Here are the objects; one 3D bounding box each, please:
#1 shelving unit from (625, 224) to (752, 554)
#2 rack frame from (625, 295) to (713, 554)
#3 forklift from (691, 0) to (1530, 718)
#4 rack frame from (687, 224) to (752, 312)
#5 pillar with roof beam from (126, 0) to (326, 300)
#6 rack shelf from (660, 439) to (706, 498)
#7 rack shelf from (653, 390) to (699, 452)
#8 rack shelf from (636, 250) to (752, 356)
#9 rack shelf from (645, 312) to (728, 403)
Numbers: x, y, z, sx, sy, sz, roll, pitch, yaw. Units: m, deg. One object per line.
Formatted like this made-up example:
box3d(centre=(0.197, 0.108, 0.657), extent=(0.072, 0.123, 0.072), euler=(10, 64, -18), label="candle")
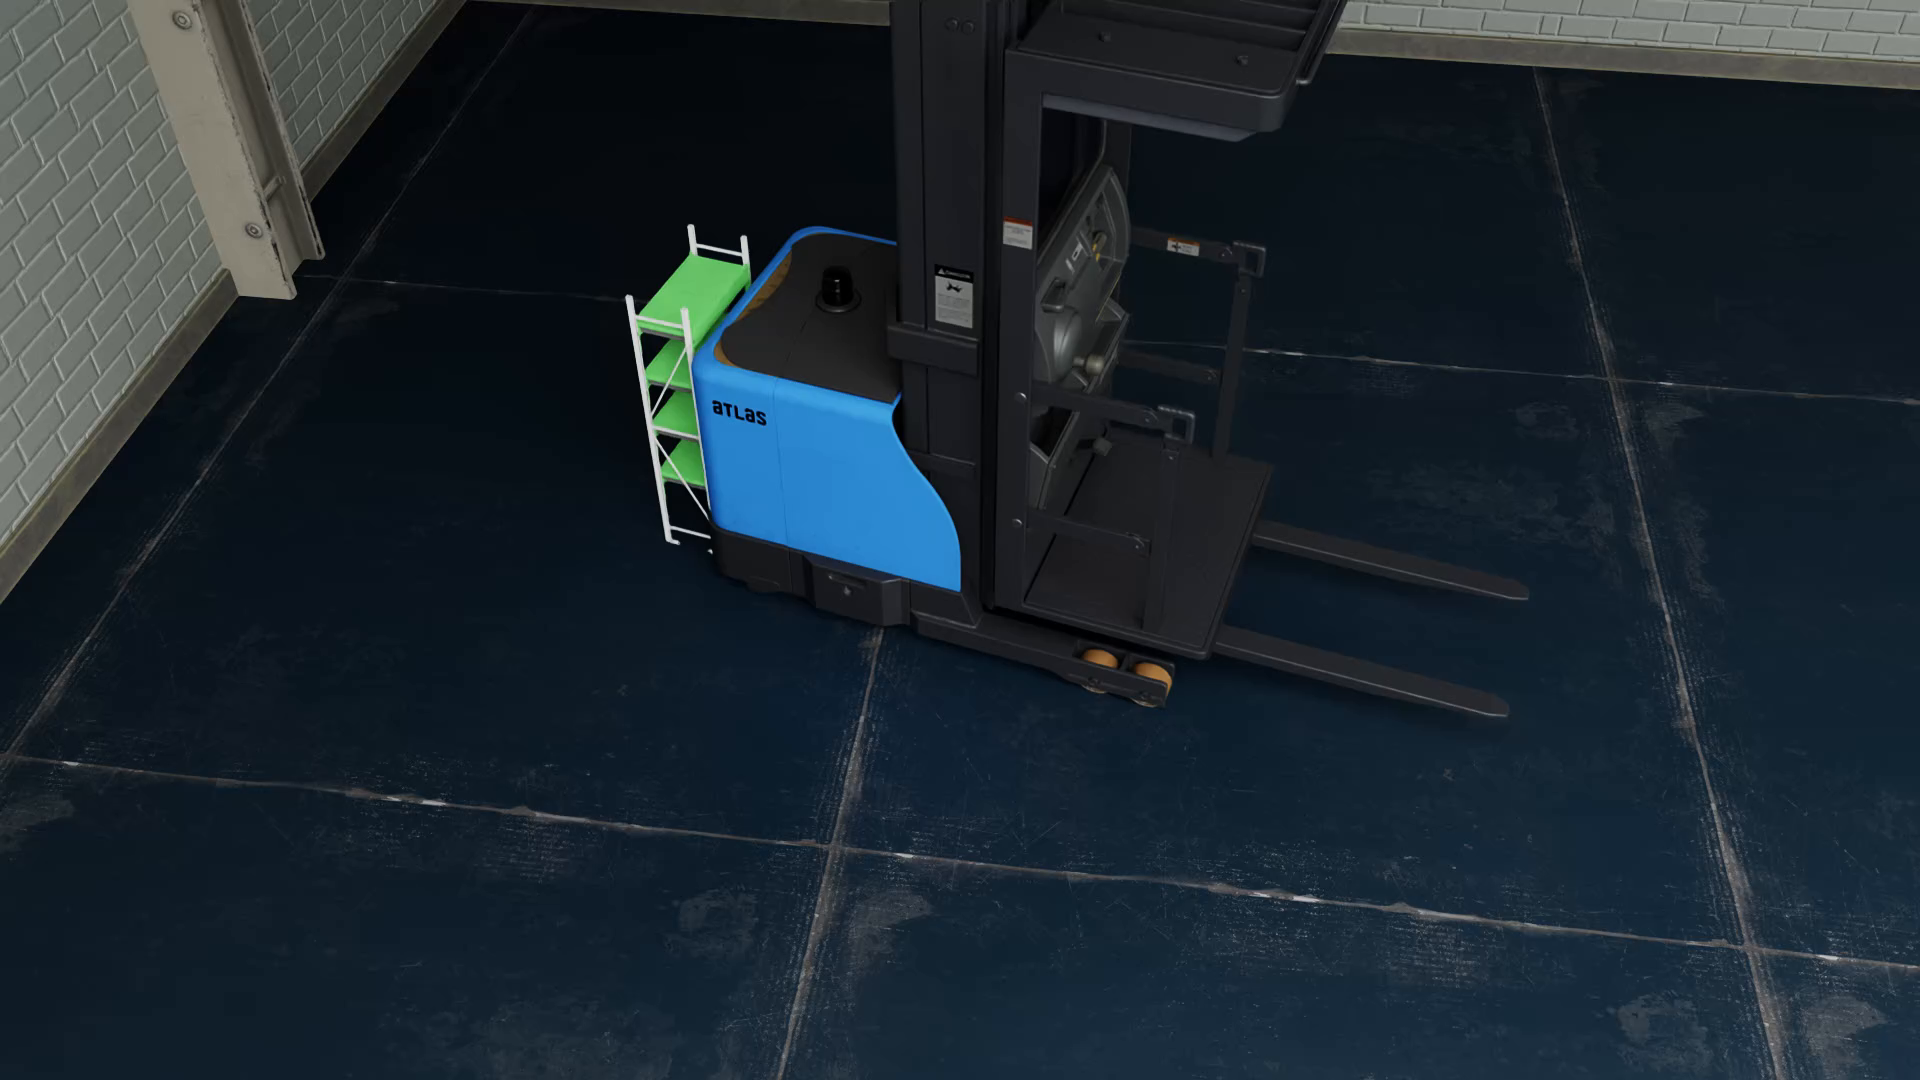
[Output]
box3d(centre=(-0.993, -0.564, 6.473), extent=(0.258, 1.200, 0.503), euler=(14, 45, 14), label="shelving unit")
box3d(centre=(-1.076, -0.406, 6.306), extent=(0.240, 1.200, 0.015), euler=(14, 45, 14), label="rack frame")
box3d(centre=(0.601, -0.868, 5.535), extent=(3.031, 2.935, 1.130), euler=(14, 45, 15), label="forklift")
box3d(centre=(-0.910, -0.721, 6.639), extent=(0.240, 1.200, 0.015), euler=(14, 45, 14), label="rack frame")
box3d(centre=(0.944, -4.177, 4.616), extent=(9.100, 9.000, 0.400), euler=(5, 44, 6), label="pillar with roof beam")
box3d(centre=(-0.993, -0.343, 6.682), extent=(0.258, 0.148, 0.480), euler=(14, 45, 14), label="rack shelf")
box3d(centre=(-0.993, -0.517, 6.517), extent=(0.258, 0.148, 0.480), euler=(14, 45, 14), label="rack shelf")
box3d(centre=(-0.993, -0.866, 6.187), extent=(0.258, 0.148, 0.480), euler=(14, 45, 14), label="rack shelf")
box3d(centre=(-0.993, -0.692, 6.352), extent=(0.258, 0.148, 0.480), euler=(14, 45, 14), label="rack shelf")
